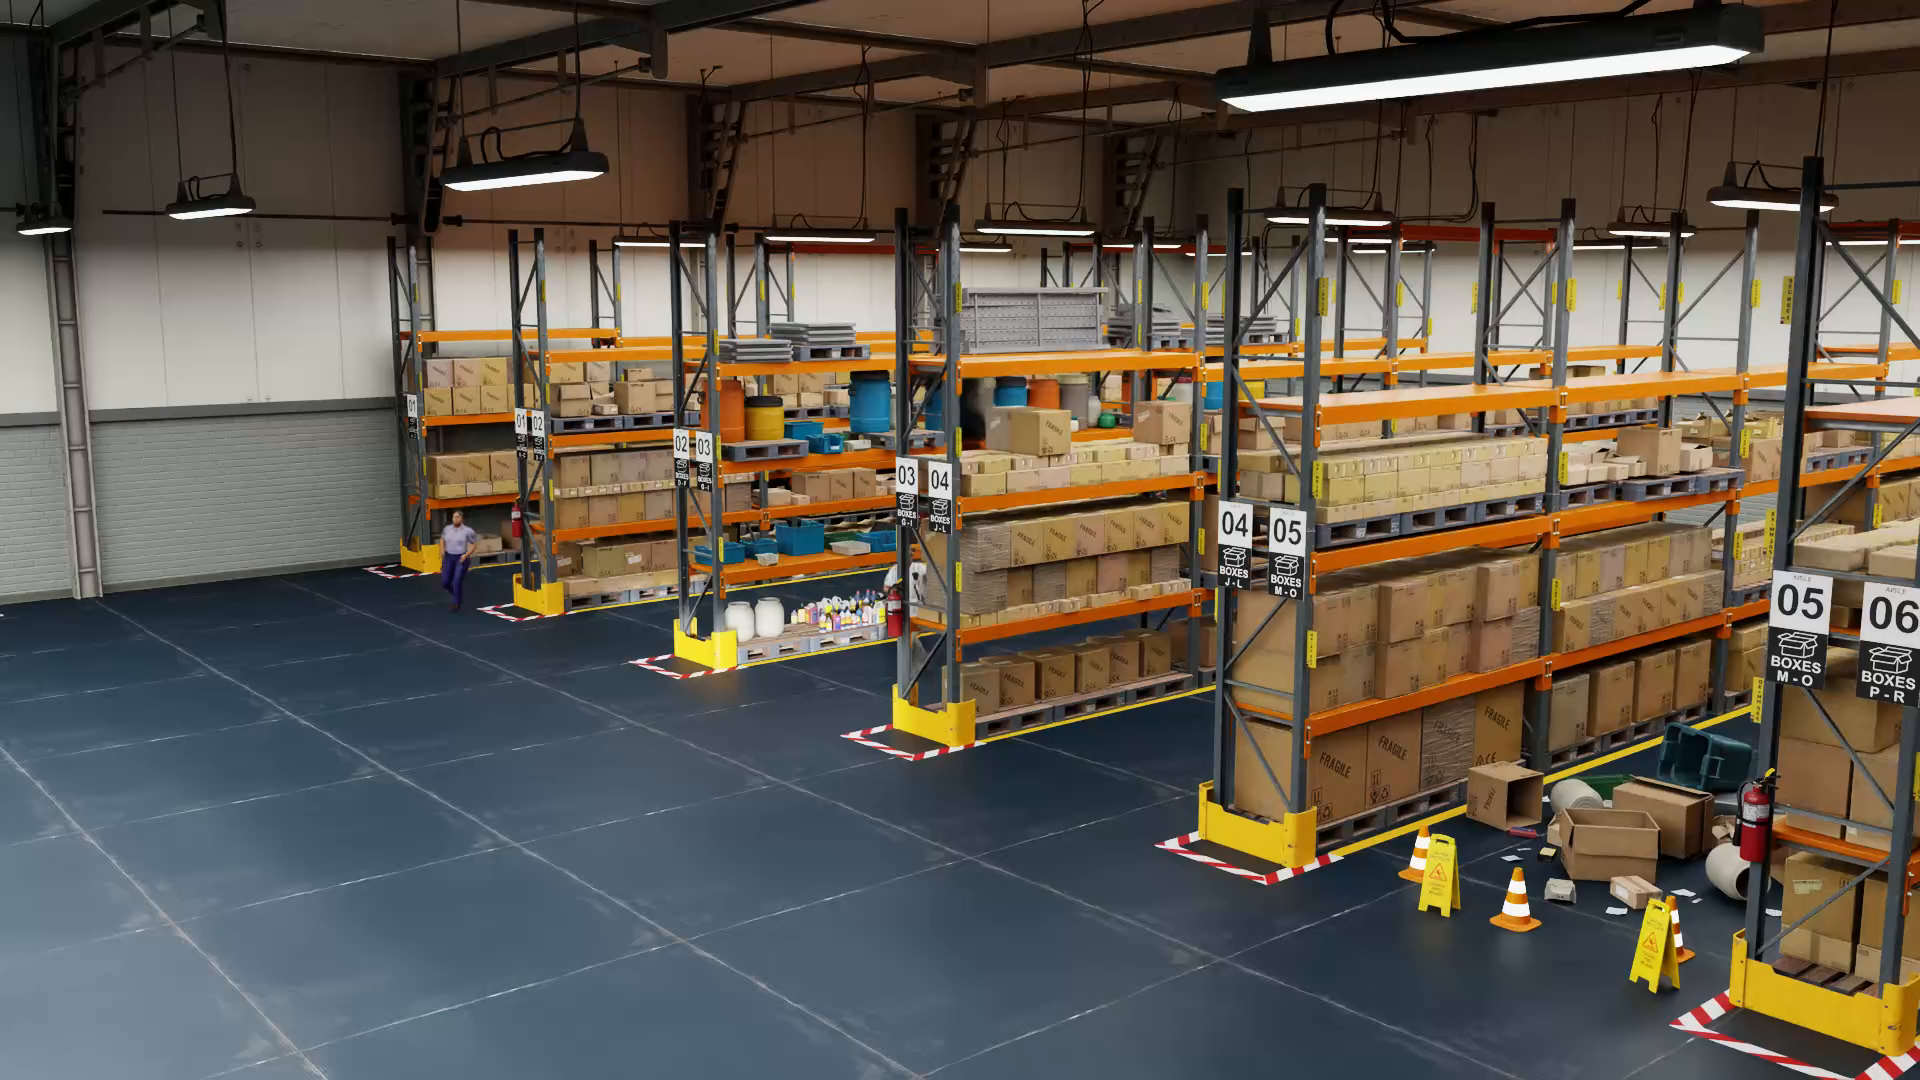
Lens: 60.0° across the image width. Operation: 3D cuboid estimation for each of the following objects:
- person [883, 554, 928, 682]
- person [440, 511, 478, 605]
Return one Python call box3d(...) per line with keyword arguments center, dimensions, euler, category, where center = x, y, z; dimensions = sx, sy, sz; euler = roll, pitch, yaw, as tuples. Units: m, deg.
box3d(center=(-0.656, 0.989, 21.933), dimensions=(0.689, 1.822, 0.834), euler=(4, 10, 24), category="person")
box3d(center=(-7.994, 0.288, 26.531), dimensions=(0.639, 1.536, 0.495), euler=(1, 9, 4), category="person")
